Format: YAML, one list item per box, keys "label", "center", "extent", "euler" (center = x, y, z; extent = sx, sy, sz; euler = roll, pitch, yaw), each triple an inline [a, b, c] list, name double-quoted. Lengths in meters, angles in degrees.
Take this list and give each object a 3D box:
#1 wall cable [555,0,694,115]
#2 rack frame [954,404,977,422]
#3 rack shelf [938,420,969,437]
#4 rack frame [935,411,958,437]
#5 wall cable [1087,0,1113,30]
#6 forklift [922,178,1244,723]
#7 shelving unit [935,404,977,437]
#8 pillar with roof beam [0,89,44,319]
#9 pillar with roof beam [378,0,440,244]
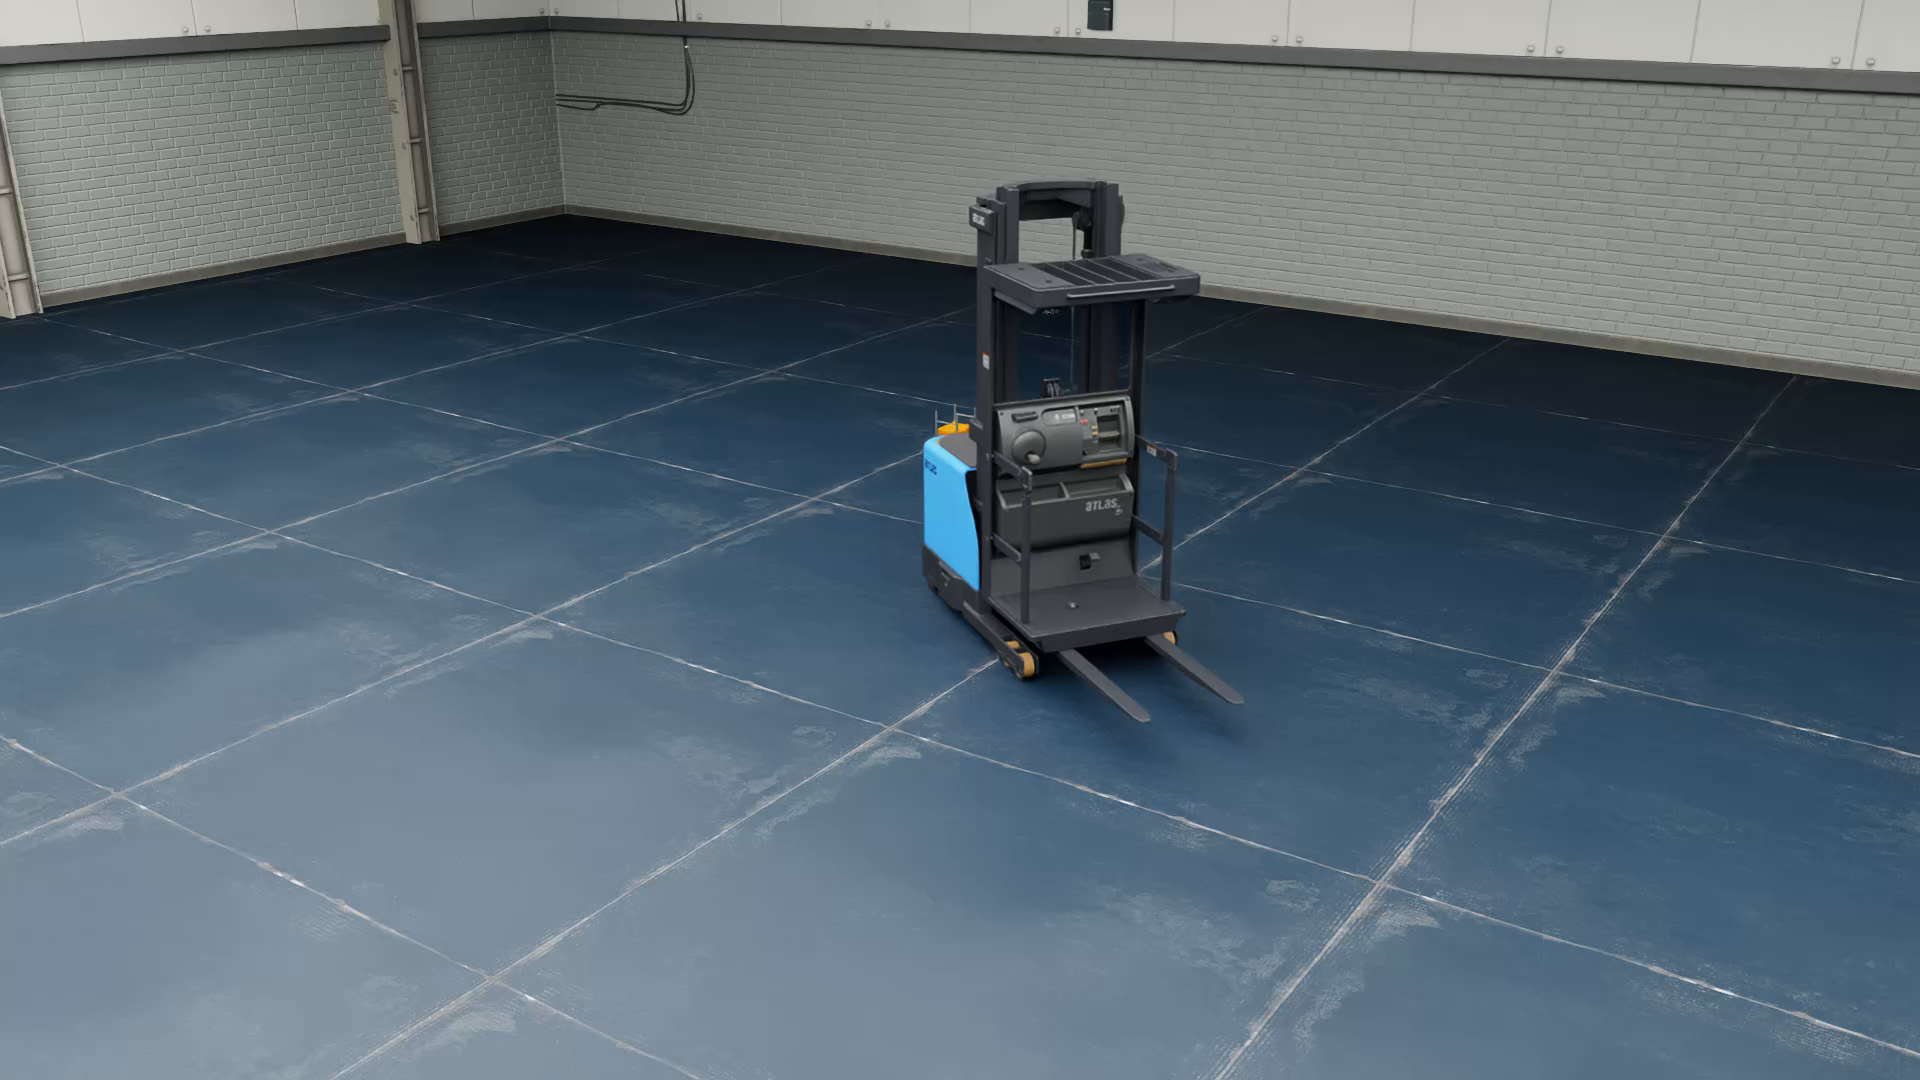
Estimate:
- label: "wall cable"
  center: [-5.272, -7.816, 25.399]
  extent: [3.097, 2.526, 0.112]
  euler: [13, 24, 32]
- label: "rack frame"
  center: [0.038, -0.512, 12.636]
  extent: [0.200, 1.050, 0.008]
  euler: [13, 24, 32]
- label: "rack shelf"
  center: [-0.030, -0.733, 12.447]
  extent: [0.215, 0.259, 0.240]
  euler: [13, 24, 32]
- label: "rack frame"
  center: [-0.099, -0.442, 12.447]
  extent: [0.200, 1.050, 0.008]
  euler: [13, 24, 32]
- label: "wall cable"
  center: [2.571, -9.011, 19.253]
  extent: [2.305, 6.003, 0.169]
  euler: [13, 24, 32]
- label: "forklift"
  center: [0.759, -0.672, 10.356]
  extent: [1.130, 2.935, 3.031]
  euler: [-8, 22, -21]
- label: "shelving unit"
  center: [-0.030, -0.477, 12.541]
  extent: [0.215, 1.050, 0.252]
  euler: [13, 24, 32]
- label: "pillar with roof beam"
  center: [-7.834, -6.124, 16.349]
  extent: [9.100, 9.000, 0.400]
  euler: [13, 24, 32]
- label: "pillar with roof beam"
  center: [-4.461, -7.845, 21.003]
  extent: [9.100, 9.000, 0.400]
  euler: [13, 24, 32]
